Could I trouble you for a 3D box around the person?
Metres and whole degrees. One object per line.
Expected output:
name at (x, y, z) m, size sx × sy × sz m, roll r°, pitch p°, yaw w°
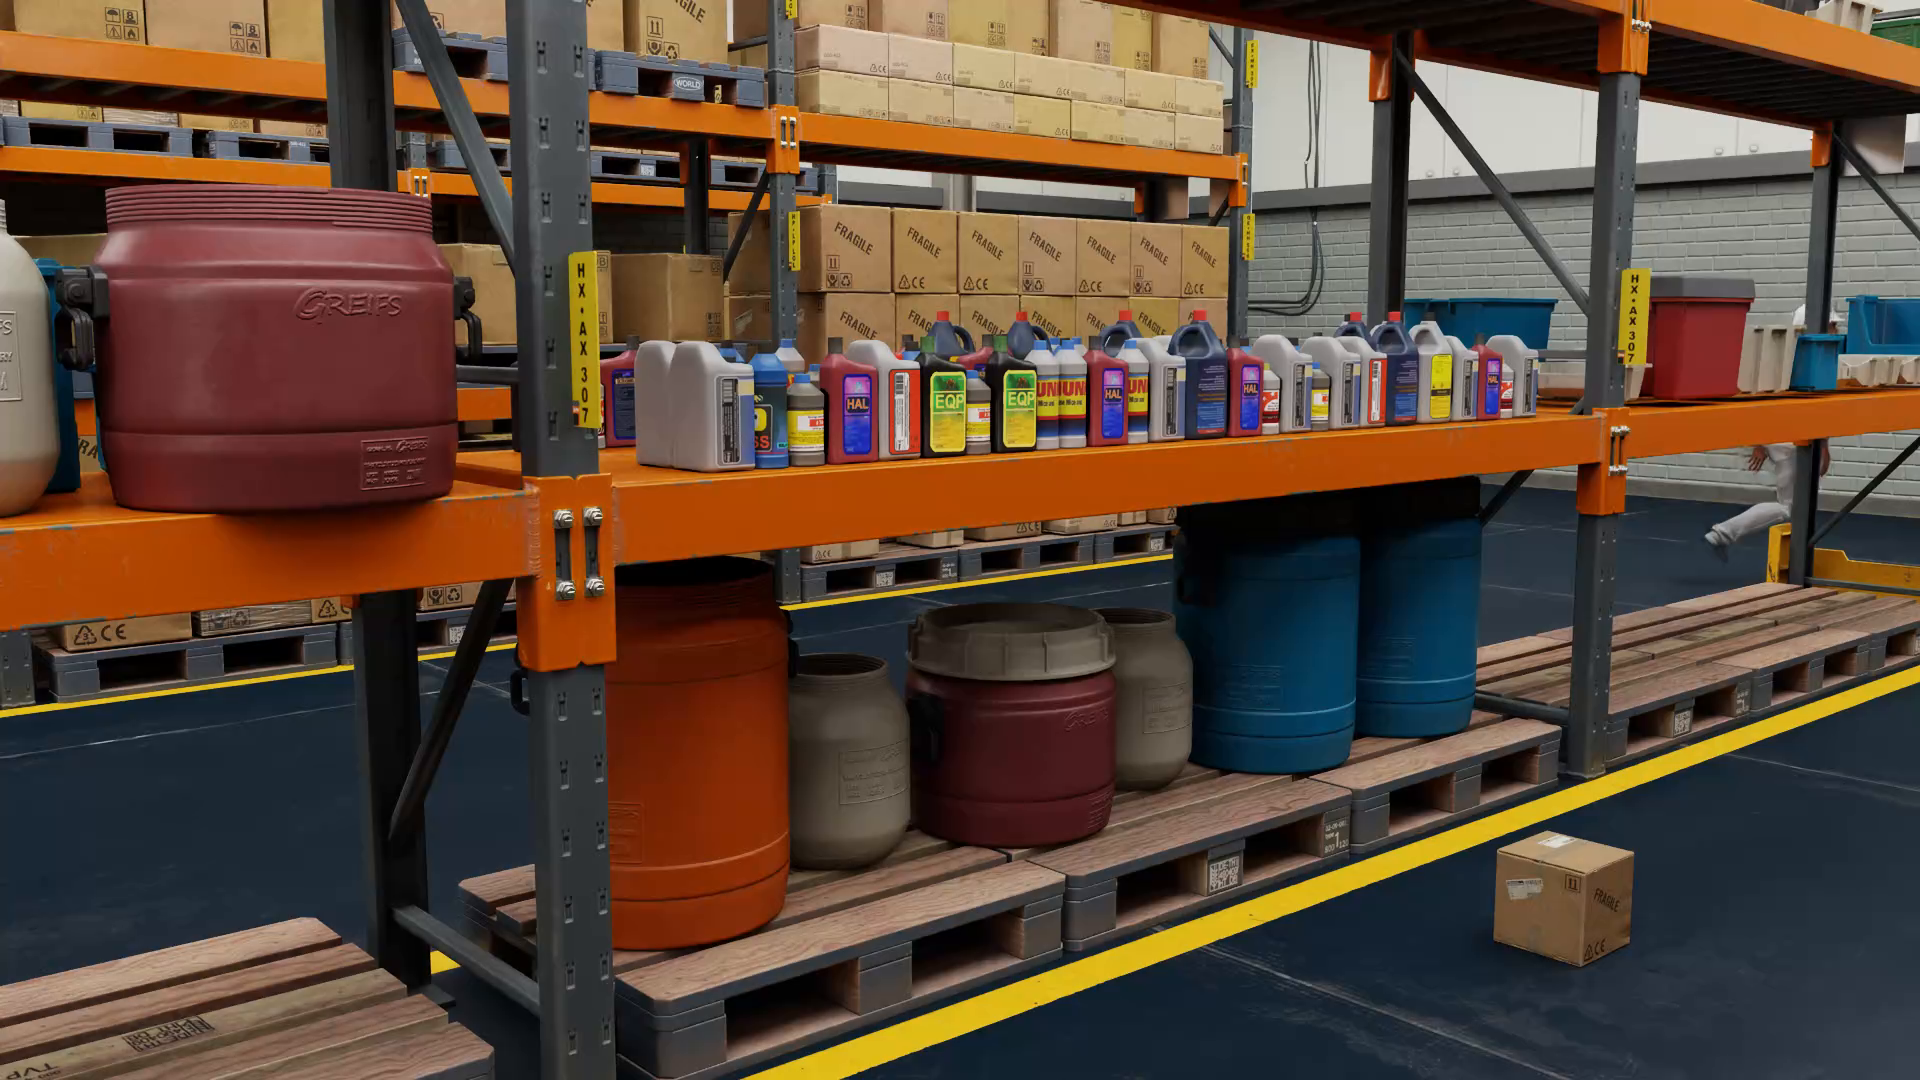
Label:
person at (5.082, -0.589, 10.284) m, size 0.813 × 1.744 × 0.604 m, roll 1°, pitch 7°, yaw 4°
